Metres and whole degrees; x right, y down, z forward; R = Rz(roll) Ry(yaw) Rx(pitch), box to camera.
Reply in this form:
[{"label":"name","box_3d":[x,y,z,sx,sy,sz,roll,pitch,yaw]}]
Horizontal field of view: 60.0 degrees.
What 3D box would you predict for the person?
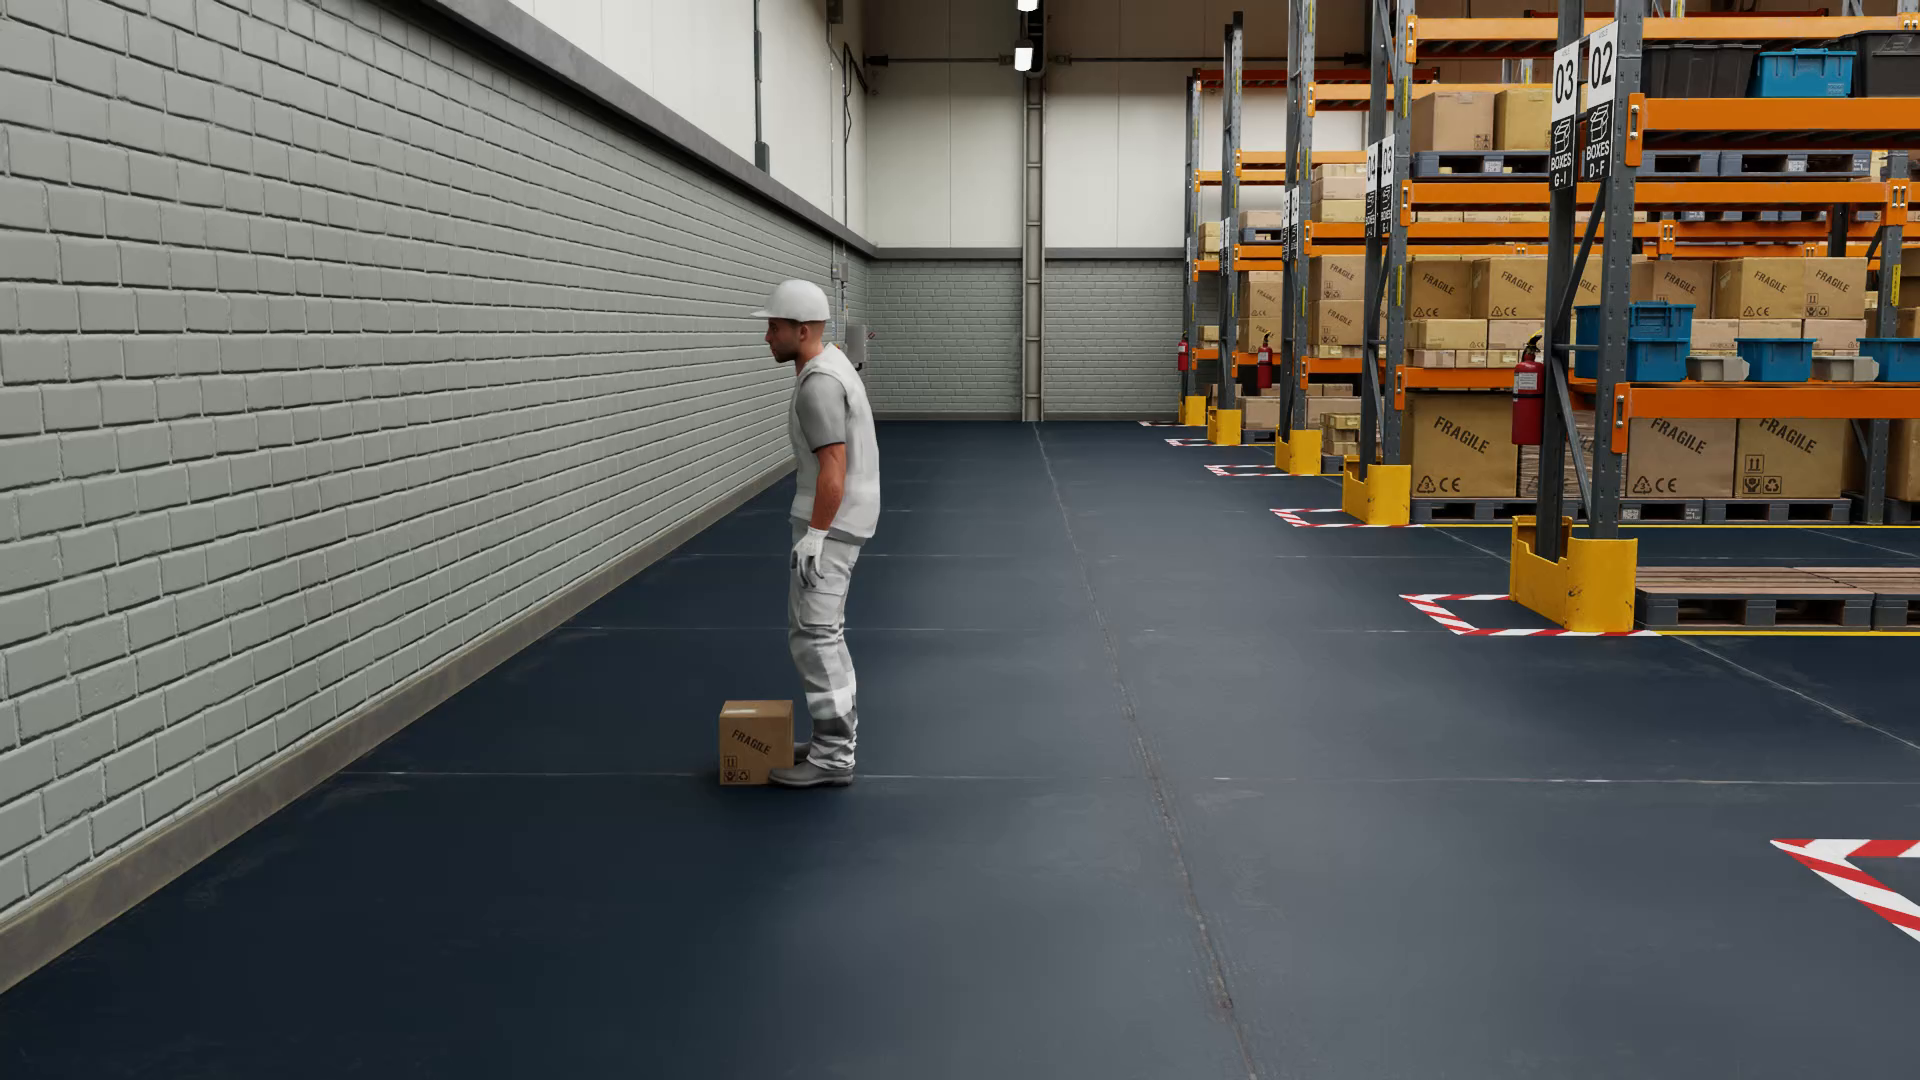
[{"label":"person","box_3d":[-0.508,-0.025,5.907,0.451,1.778,0.612,0,7,-2]}]
